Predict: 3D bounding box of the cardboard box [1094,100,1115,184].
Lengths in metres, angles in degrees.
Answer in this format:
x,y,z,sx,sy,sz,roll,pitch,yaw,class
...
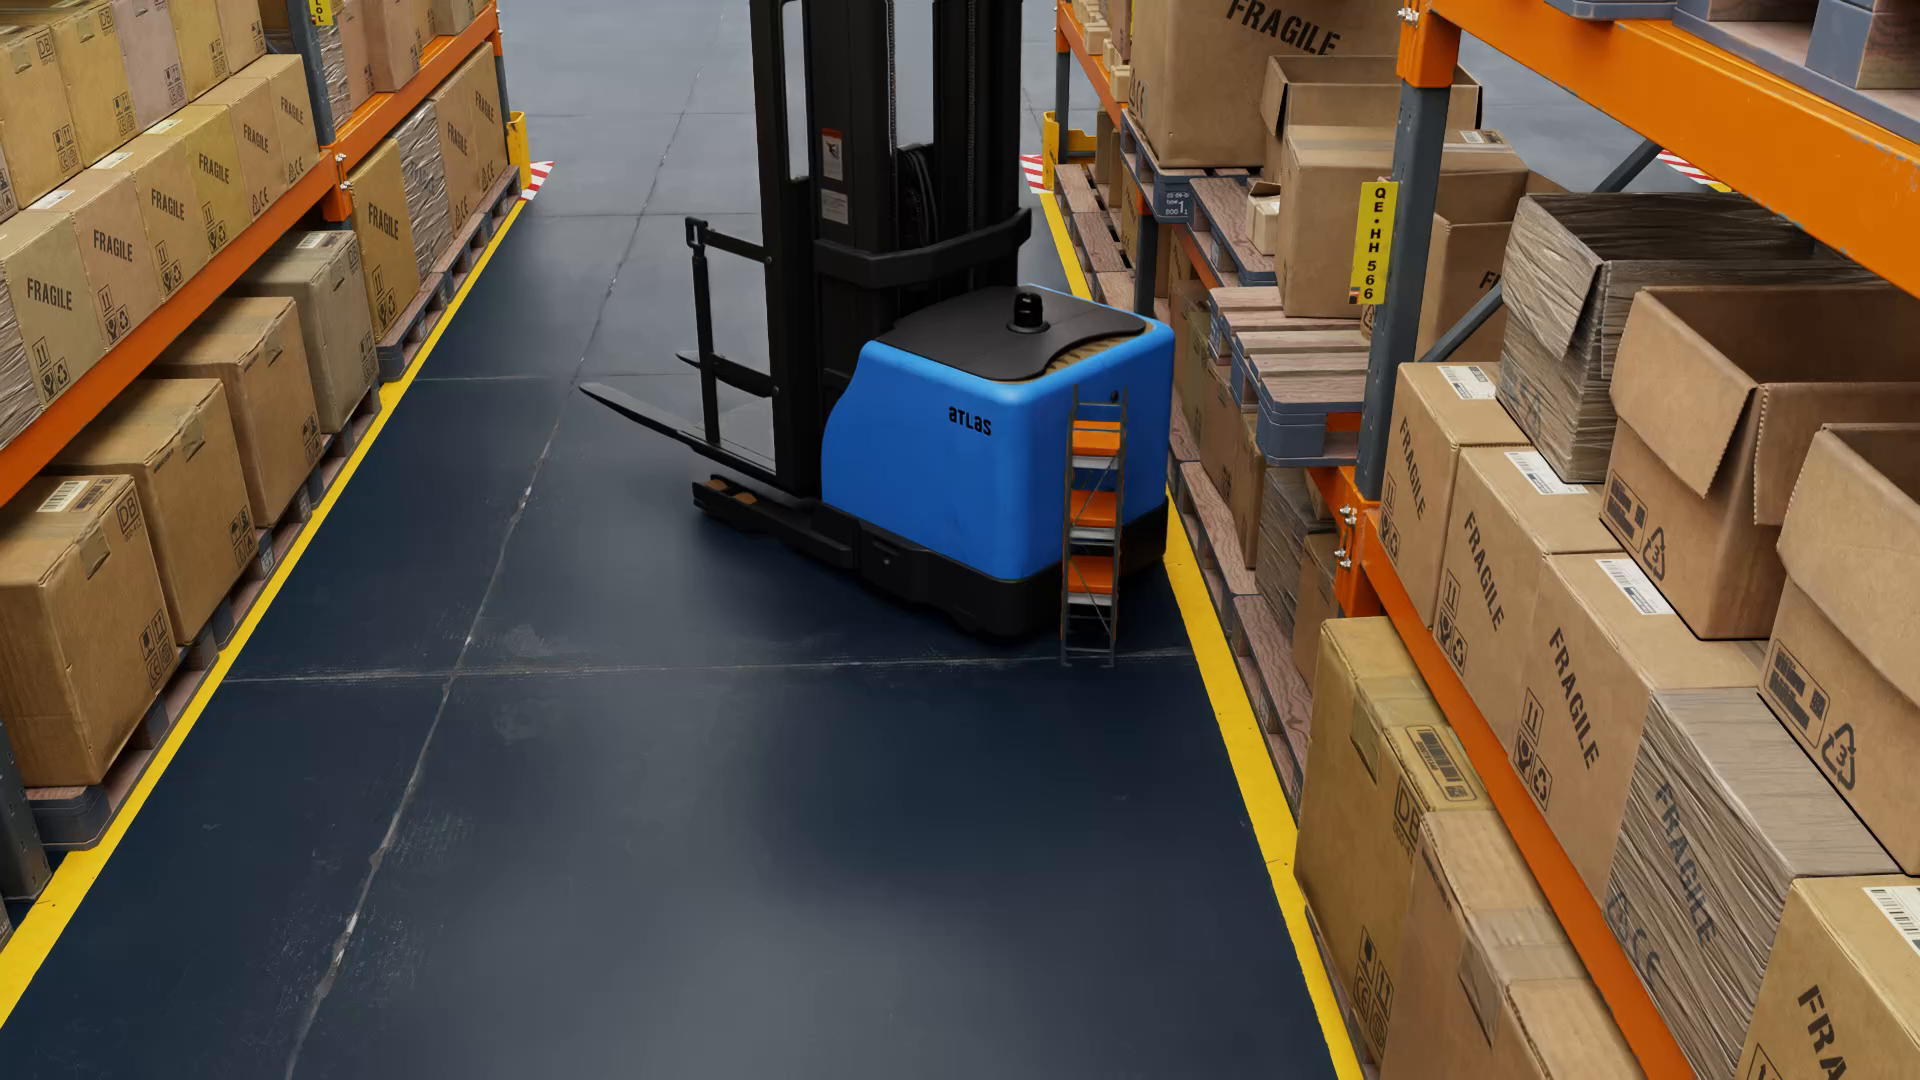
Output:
x,y,z,sx,sy,sz,roll,pitch,yaw,class
1.213,-2.789,11.603,0.500,0.500,0.500,4,28,7,cardboard box

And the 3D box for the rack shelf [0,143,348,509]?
x,y,z,sx,sy,sz,roll,pitch,yaw,class
-3.448,-0.837,6.389,1.077,0.370,4.000,-1,28,-3,rack shelf

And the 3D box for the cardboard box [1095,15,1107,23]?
x,y,z,sx,sy,sz,roll,pitch,yaw,class
1.046,-3.174,10.363,0.380,0.149,0.250,-1,28,-3,cardboard box

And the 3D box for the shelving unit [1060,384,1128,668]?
x,y,z,sx,sy,sz,roll,pitch,yaw,class
0.498,-0.042,6.195,0.215,1.050,0.252,3,28,6,shelving unit

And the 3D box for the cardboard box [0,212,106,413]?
x,y,z,sx,sy,sz,roll,pitch,yaw,class
-3.127,-0.725,5.289,0.500,0.500,0.500,-2,28,-3,cardboard box

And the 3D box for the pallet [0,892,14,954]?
x,y,z,sx,sy,sz,roll,pitch,yaw,class
-3.304,1.365,4.404,1.003,0.211,1.213,-1,28,-3,pallet

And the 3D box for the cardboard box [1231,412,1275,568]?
x,y,z,sx,sy,sz,roll,pitch,yaw,class
1.482,-0.219,6.653,0.700,0.500,0.500,1,28,2,cardboard box

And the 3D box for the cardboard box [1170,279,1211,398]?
x,y,z,sx,sy,sz,roll,pitch,yaw,class
1.417,-0.955,8.065,0.700,0.500,0.500,-3,28,-7,cardboard box

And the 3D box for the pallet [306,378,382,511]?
x,y,z,sx,sy,sz,roll,pitch,yaw,class
-3.437,-0.489,7.958,1.003,0.211,1.213,-1,28,-3,pallet

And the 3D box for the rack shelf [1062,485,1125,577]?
x,y,z,sx,sy,sz,roll,pitch,yaw,class
0.498,-0.033,6.200,0.215,0.259,0.240,3,28,6,rack shelf

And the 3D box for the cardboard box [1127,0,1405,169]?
x,y,z,sx,sy,sz,roll,pitch,yaw,class
1.308,-2.234,7.188,1.000,1.000,1.000,-1,28,-2,cardboard box

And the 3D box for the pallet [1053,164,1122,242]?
x,y,z,sx,sy,sz,roll,pitch,yaw,class
1.208,-2.352,11.532,1.003,0.211,1.213,-1,28,-3,pallet

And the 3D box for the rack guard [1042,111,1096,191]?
x,y,z,sx,sy,sz,roll,pitch,yaw,class
1.201,-2.856,12.186,1.175,0.500,0.348,-1,28,-3,rack guard

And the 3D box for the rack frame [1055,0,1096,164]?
x,y,z,sx,sy,sz,roll,pitch,yaw,class
1.197,-4.000,11.675,1.000,3.000,0.127,-1,28,-3,rack frame

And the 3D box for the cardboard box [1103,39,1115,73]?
x,y,z,sx,sy,sz,roll,pitch,yaw,class
1.038,-2.826,9.697,0.380,0.149,0.250,-1,28,-3,cardboard box

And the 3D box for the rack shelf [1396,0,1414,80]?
x,y,z,sx,sy,sz,roll,pitch,yaw,class
1.511,-2.240,5.835,1.077,0.370,4.000,-1,28,-3,rack shelf

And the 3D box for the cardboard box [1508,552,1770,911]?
x,y,z,sx,sy,sz,roll,pitch,yaw,class
1.428,0.356,3.216,0.500,0.500,0.500,-2,28,-4,cardboard box

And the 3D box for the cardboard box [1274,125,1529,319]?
x,y,z,sx,sy,sz,roll,pitch,yaw,class
1.418,-1.040,5.437,0.700,0.500,0.500,3,28,5,cardboard box

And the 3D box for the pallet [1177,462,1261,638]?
x,y,z,sx,sy,sz,roll,pitch,yaw,class
1.515,0.008,7.006,1.003,0.211,1.213,-1,28,-3,pallet

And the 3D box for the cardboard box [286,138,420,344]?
x,y,z,sx,sy,sz,roll,pitch,yaw,class
-3.515,-1.616,8.948,0.875,0.875,0.875,-1,28,-2,cardboard box

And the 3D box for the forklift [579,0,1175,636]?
x,y,z,sx,sy,sz,roll,pitch,yaw,class
-0.554,-1.499,6.954,3.031,2.935,1.130,23,35,37,forklift

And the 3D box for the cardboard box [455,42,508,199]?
x,y,z,sx,sy,sz,roll,pitch,yaw,class
-3.660,-2.859,11.332,0.875,0.875,0.875,-1,28,-2,cardboard box

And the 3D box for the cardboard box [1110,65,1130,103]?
x,y,z,sx,sy,sz,roll,pitch,yaw,class
1.020,-2.479,9.031,0.380,0.149,0.250,-1,28,-3,cardboard box

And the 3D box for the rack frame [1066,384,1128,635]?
x,y,z,sx,sy,sz,roll,pitch,yaw,class
0.513,-0.098,6.303,0.200,1.050,0.008,3,28,6,rack frame

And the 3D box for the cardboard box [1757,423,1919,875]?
x,y,z,sx,sy,sz,roll,pitch,yaw,class
1.710,0.154,2.518,0.797,0.503,0.637,-1,28,-1,cardboard box

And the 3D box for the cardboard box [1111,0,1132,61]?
x,y,z,sx,sy,sz,roll,pitch,yaw,class
1.327,-2.998,9.325,0.875,0.500,0.500,-1,28,-3,cardboard box

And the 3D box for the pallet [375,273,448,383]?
x,y,z,sx,sy,sz,roll,pitch,yaw,class
-3.514,-1.196,9.315,1.003,0.211,1.213,-1,28,-3,pallet

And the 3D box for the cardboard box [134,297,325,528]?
x,y,z,sx,sy,sz,roll,pitch,yaw,class
-3.384,-0.538,7.017,1.050,0.750,0.750,-1,28,-3,cardboard box

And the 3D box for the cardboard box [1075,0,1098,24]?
x,y,z,sx,sy,sz,roll,pitch,yaw,class
0.966,-3.519,11.026,0.380,0.149,0.250,-1,28,-3,cardboard box

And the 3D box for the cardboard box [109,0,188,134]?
x,y,z,sx,sy,sz,roll,pitch,yaw,class
-3.466,-1.867,6.397,0.700,0.500,0.500,-1,28,-2,cardboard box

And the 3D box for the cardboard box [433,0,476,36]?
x,y,z,sx,sy,sz,roll,pitch,yaw,class
-3.646,-3.569,10.688,0.875,0.550,0.550,-1,28,-3,cardboard box

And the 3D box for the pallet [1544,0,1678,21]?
x,y,z,sx,sy,sz,roll,pitch,yaw,class
1.702,-1.256,3.374,1.213,0.211,1.003,0,28,0,pallet

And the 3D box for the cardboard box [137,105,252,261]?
x,y,z,sx,sy,sz,roll,pitch,yaw,class
-3.205,-1.423,6.626,0.500,0.500,0.500,-1,28,-2,cardboard box

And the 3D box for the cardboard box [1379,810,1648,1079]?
x,y,z,sx,sy,sz,roll,pitch,yaw,class
1.669,1.182,3.584,1.225,0.875,0.875,-1,28,-2,cardboard box

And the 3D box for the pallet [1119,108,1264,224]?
x,y,z,sx,sy,sz,roll,pitch,yaw,class
1.301,-1.711,7.494,1.003,0.211,1.213,-1,28,-3,pallet

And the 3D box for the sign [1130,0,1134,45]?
x,y,z,sx,sy,sz,roll,pitch,yaw,class
0.865,-2.520,7.901,0.100,0.325,0.005,-1,28,-3,sign

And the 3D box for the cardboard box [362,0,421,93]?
x,y,z,sx,sy,sz,roll,pitch,yaw,class
-3.546,-2.822,9.254,0.875,0.550,0.550,-1,28,-3,cardboard box

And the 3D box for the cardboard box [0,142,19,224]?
x,y,z,sx,sy,sz,roll,pitch,yaw,class
-3.385,-1.161,5.043,0.700,0.500,0.500,-2,28,-3,cardboard box

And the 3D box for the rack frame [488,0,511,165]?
x,y,z,sx,sy,sz,roll,pitch,yaw,class
-3.761,-3.927,11.535,1.000,3.000,0.127,-1,28,-3,rack frame

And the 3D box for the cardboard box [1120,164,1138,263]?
x,y,z,sx,sy,sz,roll,pitch,yaw,class
1.277,-1.965,10.023,0.500,0.500,0.500,-4,28,-7,cardboard box
